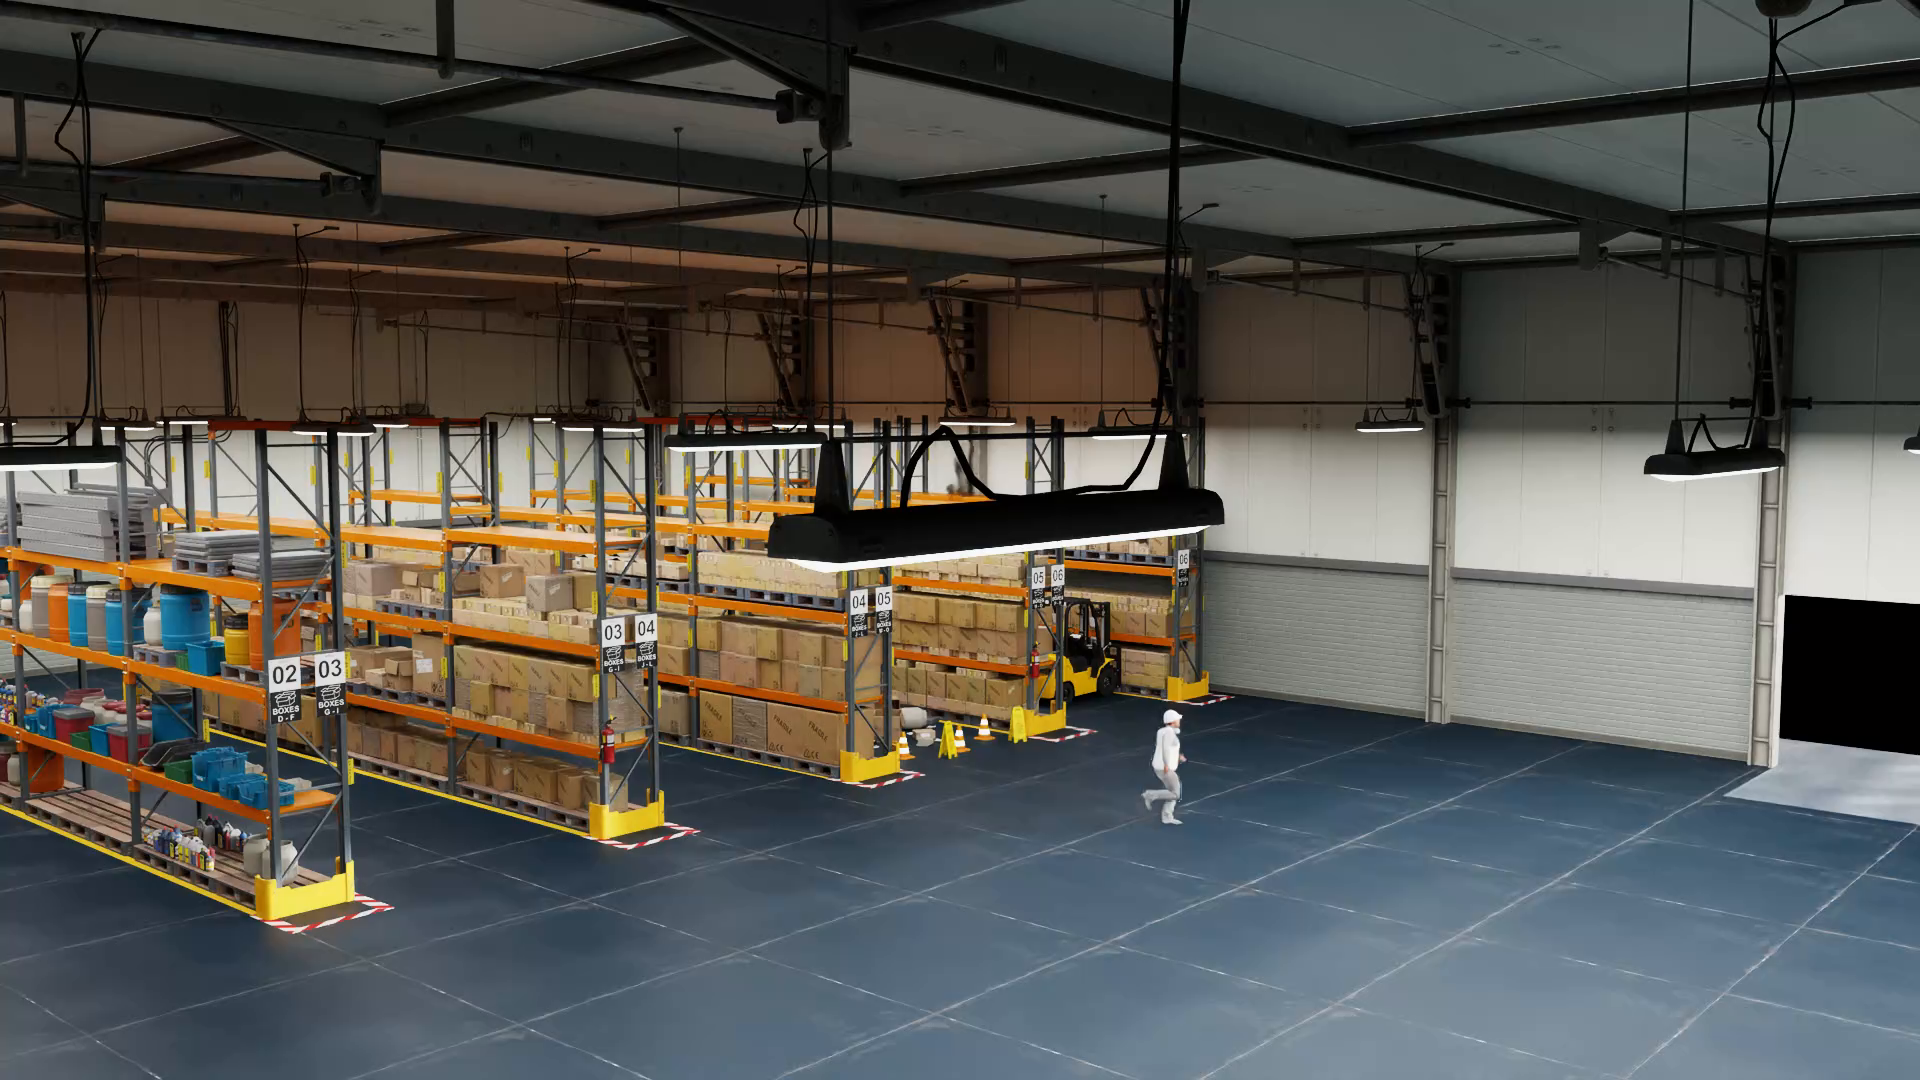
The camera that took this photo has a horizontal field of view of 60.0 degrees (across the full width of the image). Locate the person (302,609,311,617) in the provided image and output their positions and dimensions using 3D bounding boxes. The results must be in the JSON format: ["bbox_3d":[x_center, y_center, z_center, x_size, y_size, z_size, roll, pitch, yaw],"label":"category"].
[{"bbox_3d":[-14.739,2.377,37.565,0.580,1.703,0.848,-2,5,-22],"label":"person"}]

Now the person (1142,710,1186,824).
[{"bbox_3d":[3.072,3.417,24.956,0.694,1.734,0.690,-1,5,-6],"label":"person"}]
